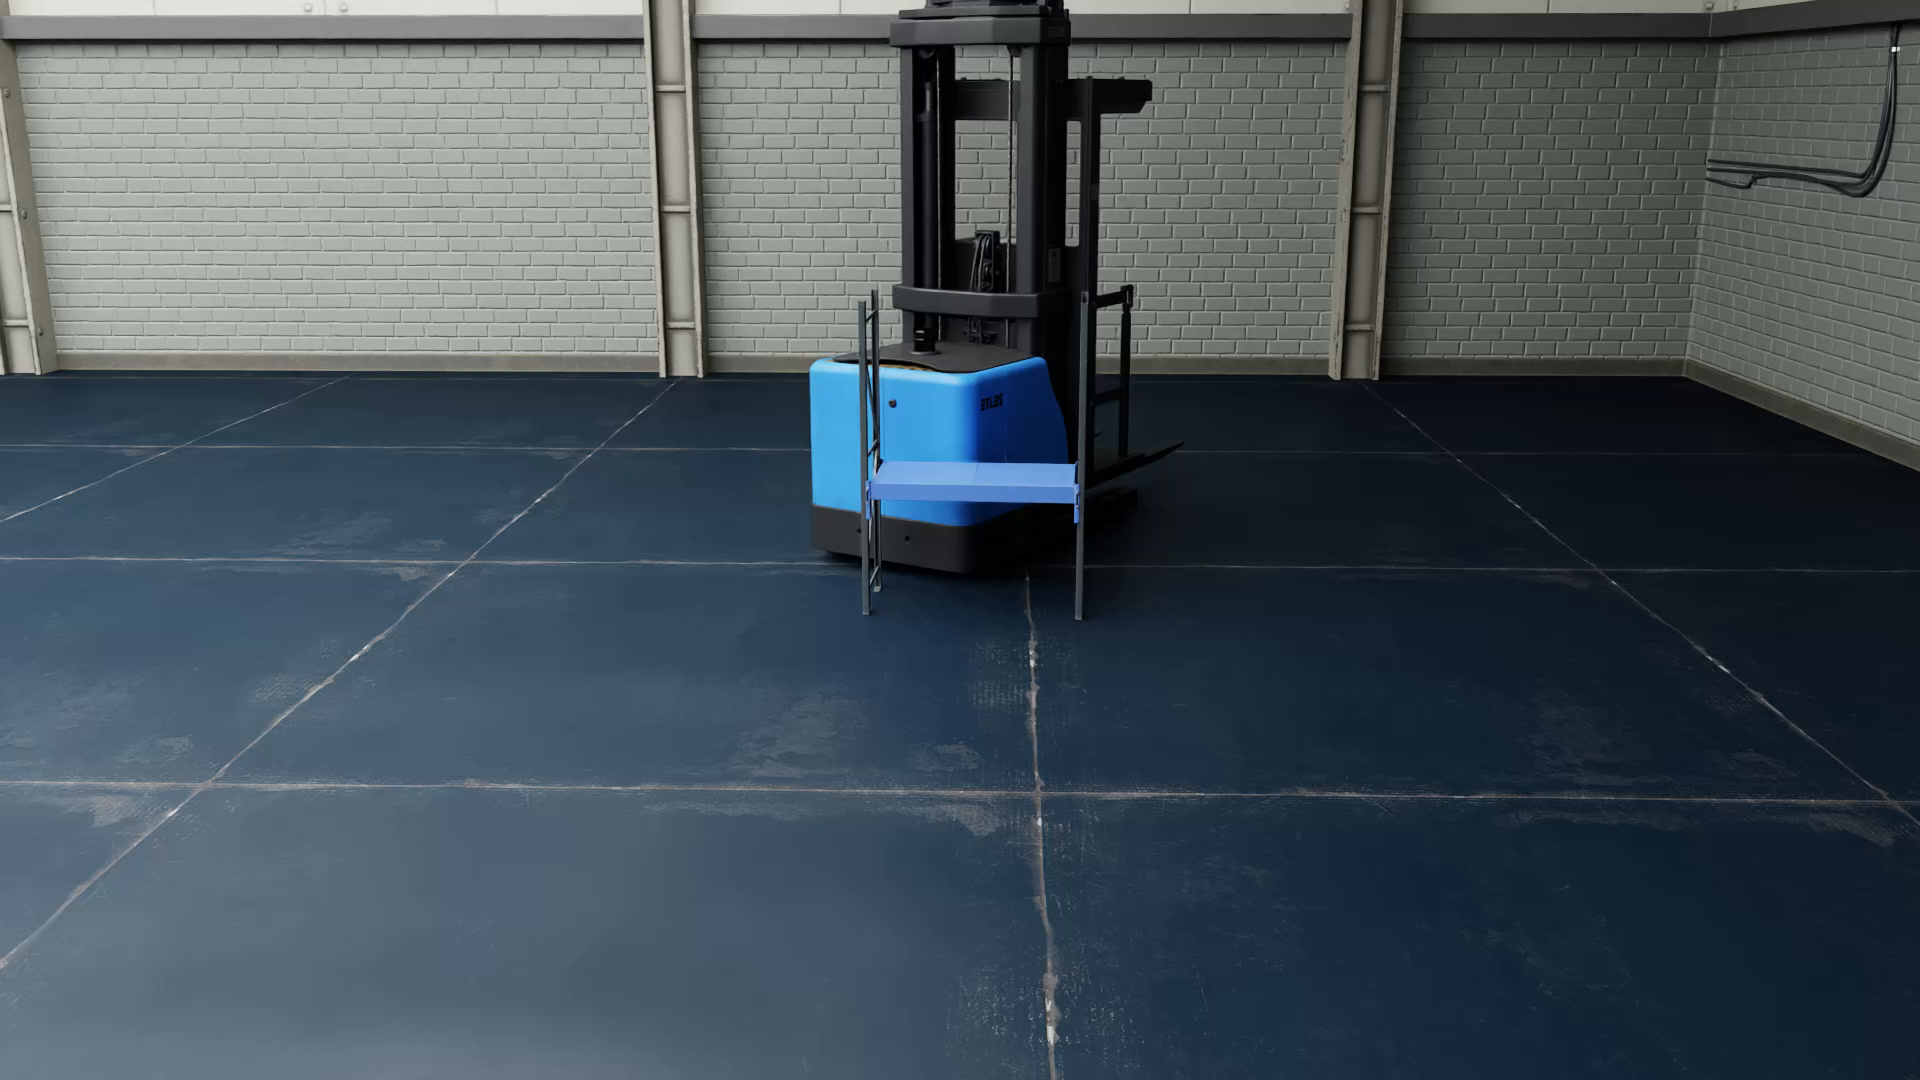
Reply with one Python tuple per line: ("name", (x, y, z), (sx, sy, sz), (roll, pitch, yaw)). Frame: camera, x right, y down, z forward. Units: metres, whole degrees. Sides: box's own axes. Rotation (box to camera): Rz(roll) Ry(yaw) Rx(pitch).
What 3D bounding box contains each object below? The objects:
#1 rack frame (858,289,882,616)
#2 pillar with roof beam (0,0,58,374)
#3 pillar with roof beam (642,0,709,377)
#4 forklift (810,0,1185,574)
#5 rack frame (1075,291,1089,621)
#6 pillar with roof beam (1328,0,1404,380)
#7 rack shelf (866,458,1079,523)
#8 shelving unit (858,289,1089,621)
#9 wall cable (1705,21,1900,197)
("rack frame", (-0.431, -0.427, 8.019), (0.032, 1.500, 0.500), (1, 15, 4))
("pillar with roof beam", (-8.592, -4.787, 9.845), (0.400, 9.000, 9.100), (0, 15, 1))
("pillar with roof beam", (-2.594, -4.748, 9.697), (0.400, 9.000, 9.100), (0, 15, 1))
("forklift", (0.400, -1.569, 9.541), (1.130, 2.935, 3.031), (9, 17, 30))
("rack frame", (0.582, -0.407, 7.942), (0.032, 1.500, 0.500), (1, 15, 4))
("pillar with roof beam", (3.405, -4.709, 9.549), (0.400, 9.000, 9.100), (0, 15, 1))
("rack shelf", (0.076, -0.243, 8.026), (1.000, 0.185, 0.538), (1, 15, 4))
("shelving unit", (0.076, -0.417, 7.980), (1.048, 1.500, 0.538), (1, 15, 4))
("wall cable", (6.426, -3.949, 12.755), (0.112, 2.526, 3.097), (0, 15, 1))
